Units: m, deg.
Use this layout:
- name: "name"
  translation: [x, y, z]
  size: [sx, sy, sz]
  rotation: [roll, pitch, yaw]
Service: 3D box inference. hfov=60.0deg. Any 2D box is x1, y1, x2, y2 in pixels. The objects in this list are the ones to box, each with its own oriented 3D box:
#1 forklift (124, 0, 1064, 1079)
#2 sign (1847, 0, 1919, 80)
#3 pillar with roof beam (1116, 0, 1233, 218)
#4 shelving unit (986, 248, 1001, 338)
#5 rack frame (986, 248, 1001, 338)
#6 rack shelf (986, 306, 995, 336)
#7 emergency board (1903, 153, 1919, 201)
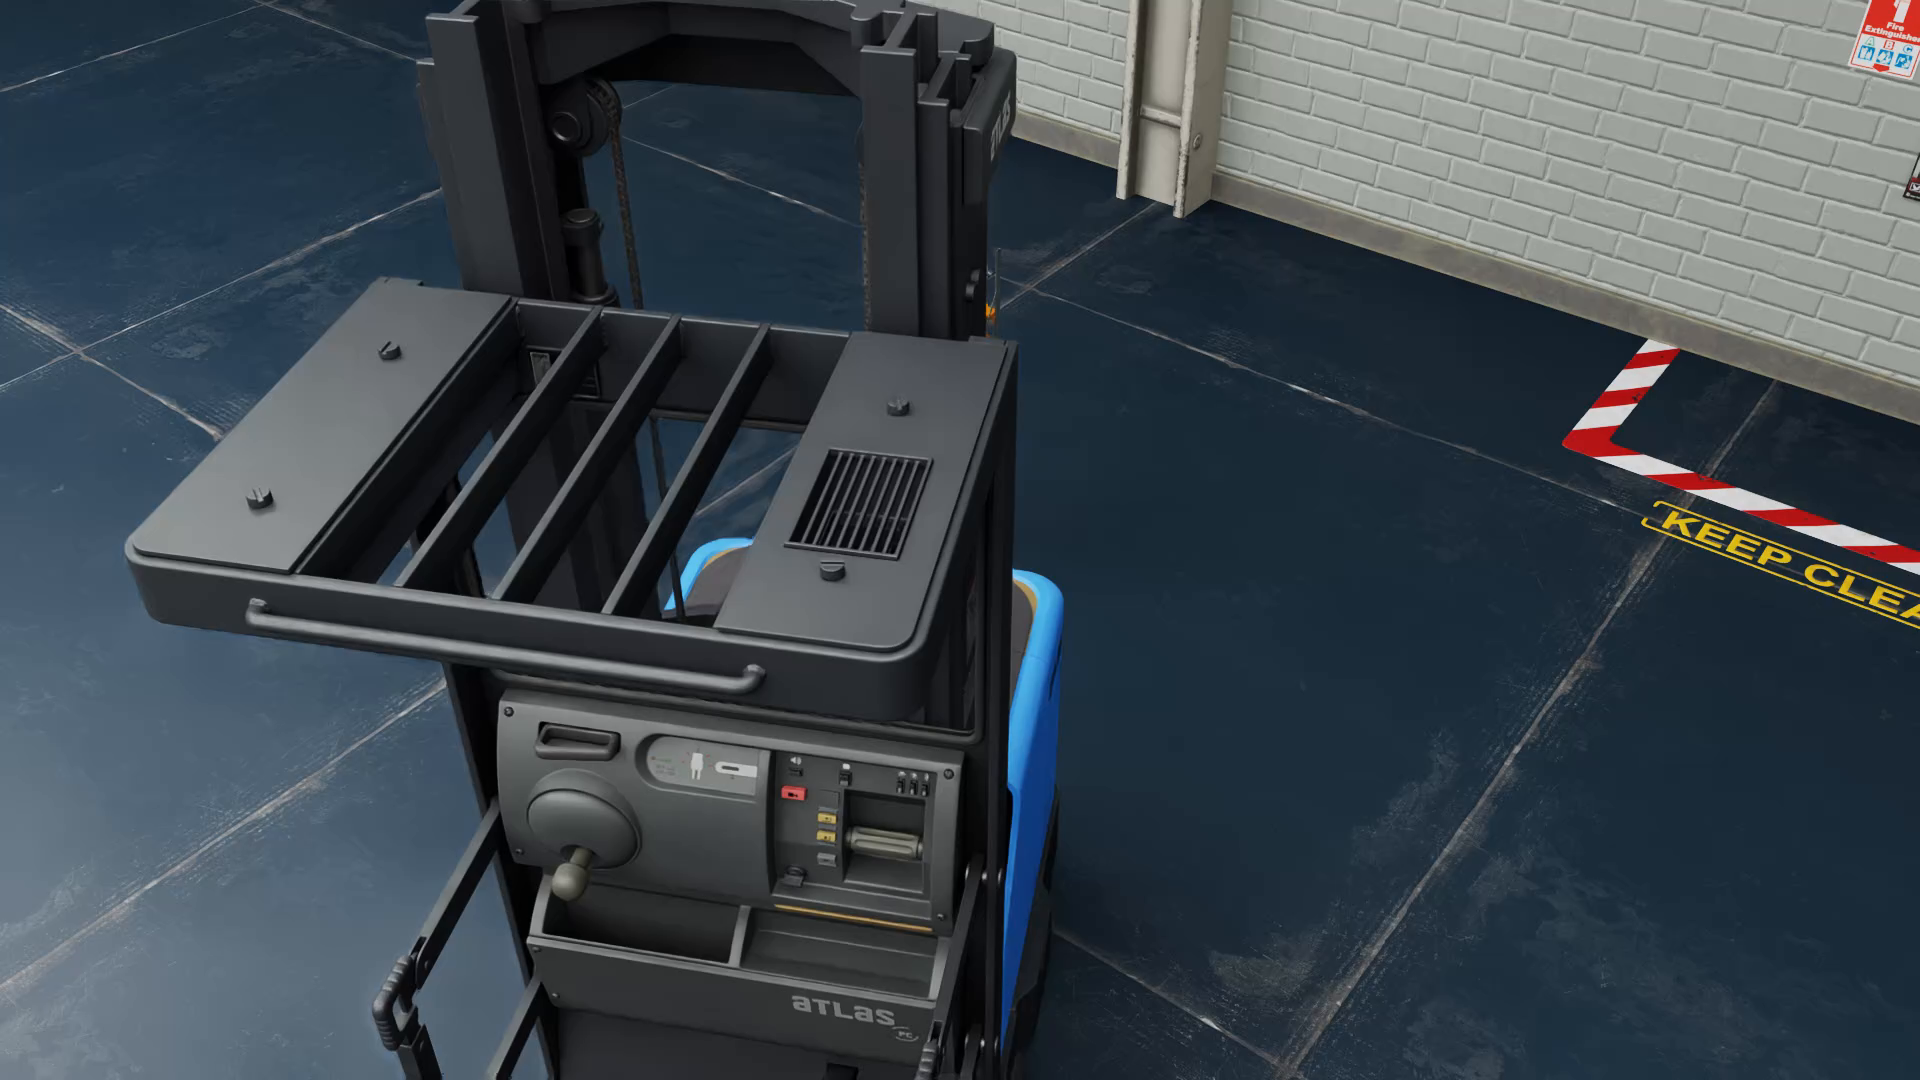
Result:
- name: "forklift"
  translation: [-0.497, 0.616, 3.086]
  size: [1.130, 2.935, 3.031]
  rotation: [7, 39, 9]
- name: "sign"
  translation: [3.494, -1.904, 6.220]
  size: [0.234, 0.329, 0.001]
  rotation: [25, 45, 29]
- name: "pillar with roof beam"
  translation: [-1.571, -3.189, 3.024]
  size: [0.400, 9.000, 9.100]
  rotation: [25, 45, 29]
- name: "shelving unit"
  translation: [-0.012, -0.478, 5.887]
  size: [0.189, 1.200, 0.258]
  rotation: [25, 45, 29]
- name: "rack frame"
  translation: [0.061, -0.444, 5.843]
  size: [0.006, 1.200, 0.240]
  rotation: [25, 45, 29]
- name: "rack shelf"
  translation: [-0.012, -0.726, 5.692]
  size: [0.180, 0.103, 0.258]
  rotation: [25, 45, 29]
- name: "emergency board"
  translation: [3.875, -1.645, 5.917]
  size: [0.626, 1.169, 0.157]
  rotation: [25, 45, 29]
